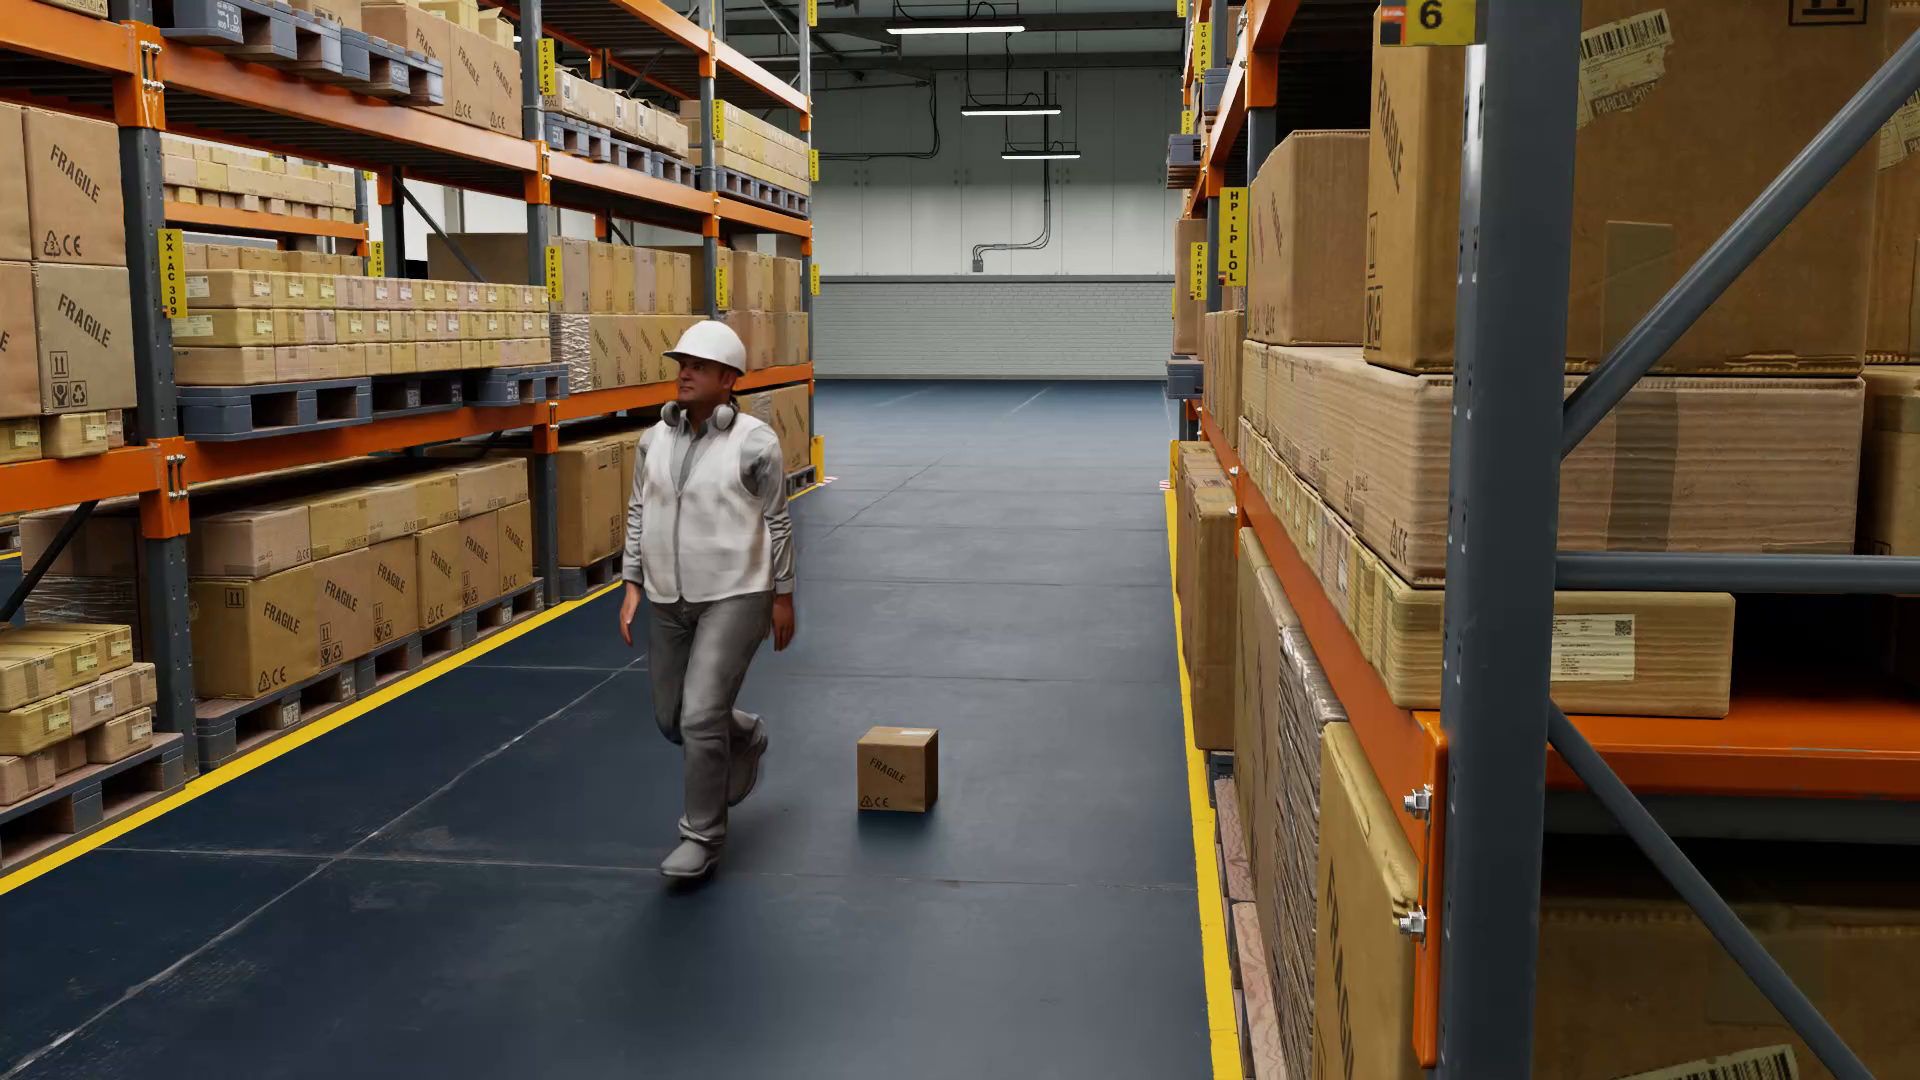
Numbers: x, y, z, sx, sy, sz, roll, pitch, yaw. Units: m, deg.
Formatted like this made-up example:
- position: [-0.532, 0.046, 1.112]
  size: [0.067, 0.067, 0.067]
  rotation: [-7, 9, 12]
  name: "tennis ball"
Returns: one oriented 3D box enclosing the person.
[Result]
- position: [-0.808, 0.161, 5.442]
  size: [0.552, 1.741, 0.866]
  rotation: [3, 8, 24]
  name: "person"
